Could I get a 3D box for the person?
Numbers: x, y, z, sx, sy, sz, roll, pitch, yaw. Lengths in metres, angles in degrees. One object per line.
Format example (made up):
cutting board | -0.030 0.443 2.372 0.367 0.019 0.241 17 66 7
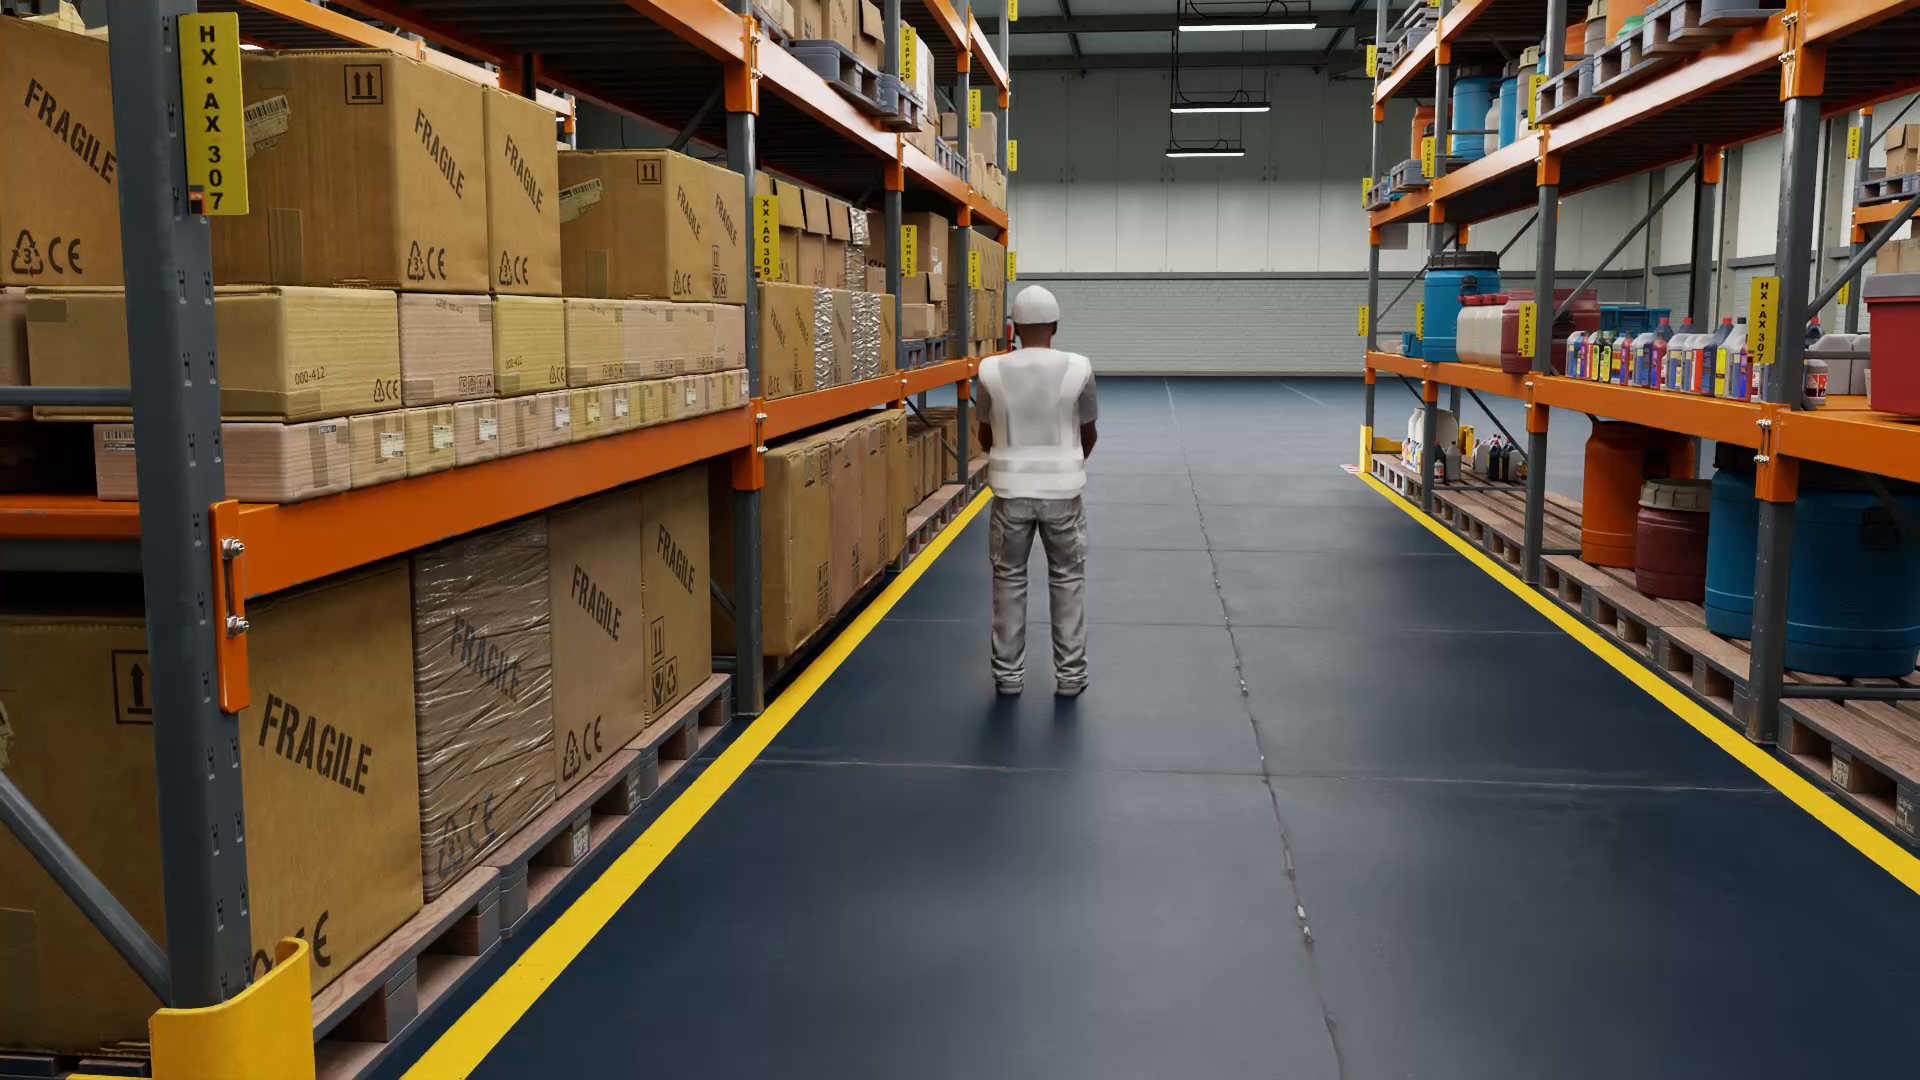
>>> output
person | 0.343 -0.222 7.377 0.532 1.789 0.541 1 8 6
